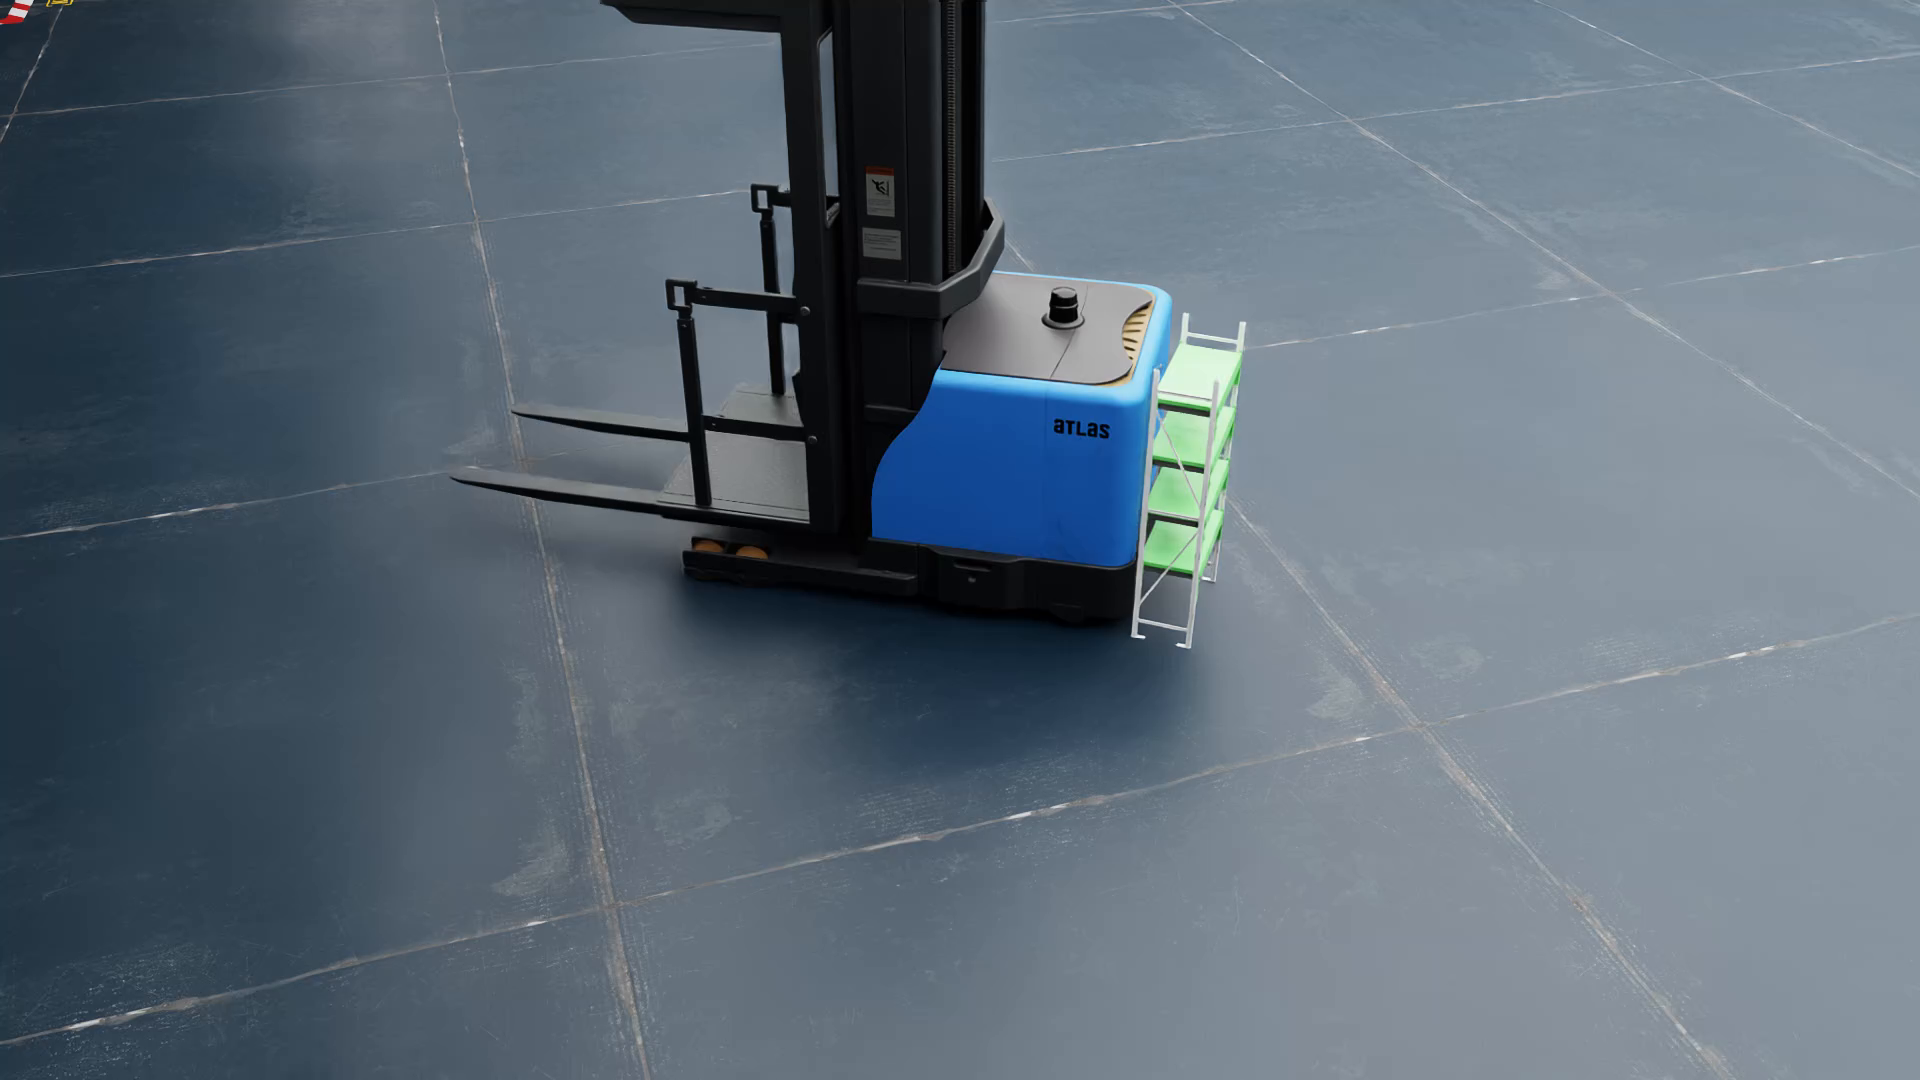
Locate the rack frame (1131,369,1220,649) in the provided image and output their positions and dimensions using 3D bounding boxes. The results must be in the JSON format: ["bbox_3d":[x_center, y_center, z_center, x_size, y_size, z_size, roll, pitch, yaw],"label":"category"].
[{"bbox_3d":[0.808,-0.092,6.298,0.240,1.200,0.015,11,35,15],"label":"rack frame"}]

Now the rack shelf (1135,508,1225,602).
[{"bbox_3d":[0.883,0.034,6.659,0.258,0.148,0.480,11,35,15],"label":"rack shelf"}]

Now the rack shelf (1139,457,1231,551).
[{"bbox_3d":[0.885,-0.166,6.526,0.258,0.148,0.480,11,35,15],"label":"rack shelf"}]

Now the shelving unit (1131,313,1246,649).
[{"bbox_3d":[0.886,-0.219,6.491,0.258,1.200,0.503,11,35,15],"label":"shelving unit"}]

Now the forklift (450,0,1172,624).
[{"bbox_3d":[-0.682,-1.304,6.565,3.031,2.935,1.130,7,34,11],"label":"forklift"}]

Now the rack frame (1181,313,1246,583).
[{"bbox_3d":[0.965,-0.347,6.683,0.240,1.200,0.015,11,35,15],"label":"rack frame"}]

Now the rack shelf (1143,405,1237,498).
[{"bbox_3d":[0.888,-0.366,6.393,0.258,0.148,0.480,11,35,15],"label":"rack shelf"}]

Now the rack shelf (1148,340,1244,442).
[{"bbox_3d":[0.890,-0.566,6.260,0.258,0.148,0.480,11,35,15],"label":"rack shelf"}]
